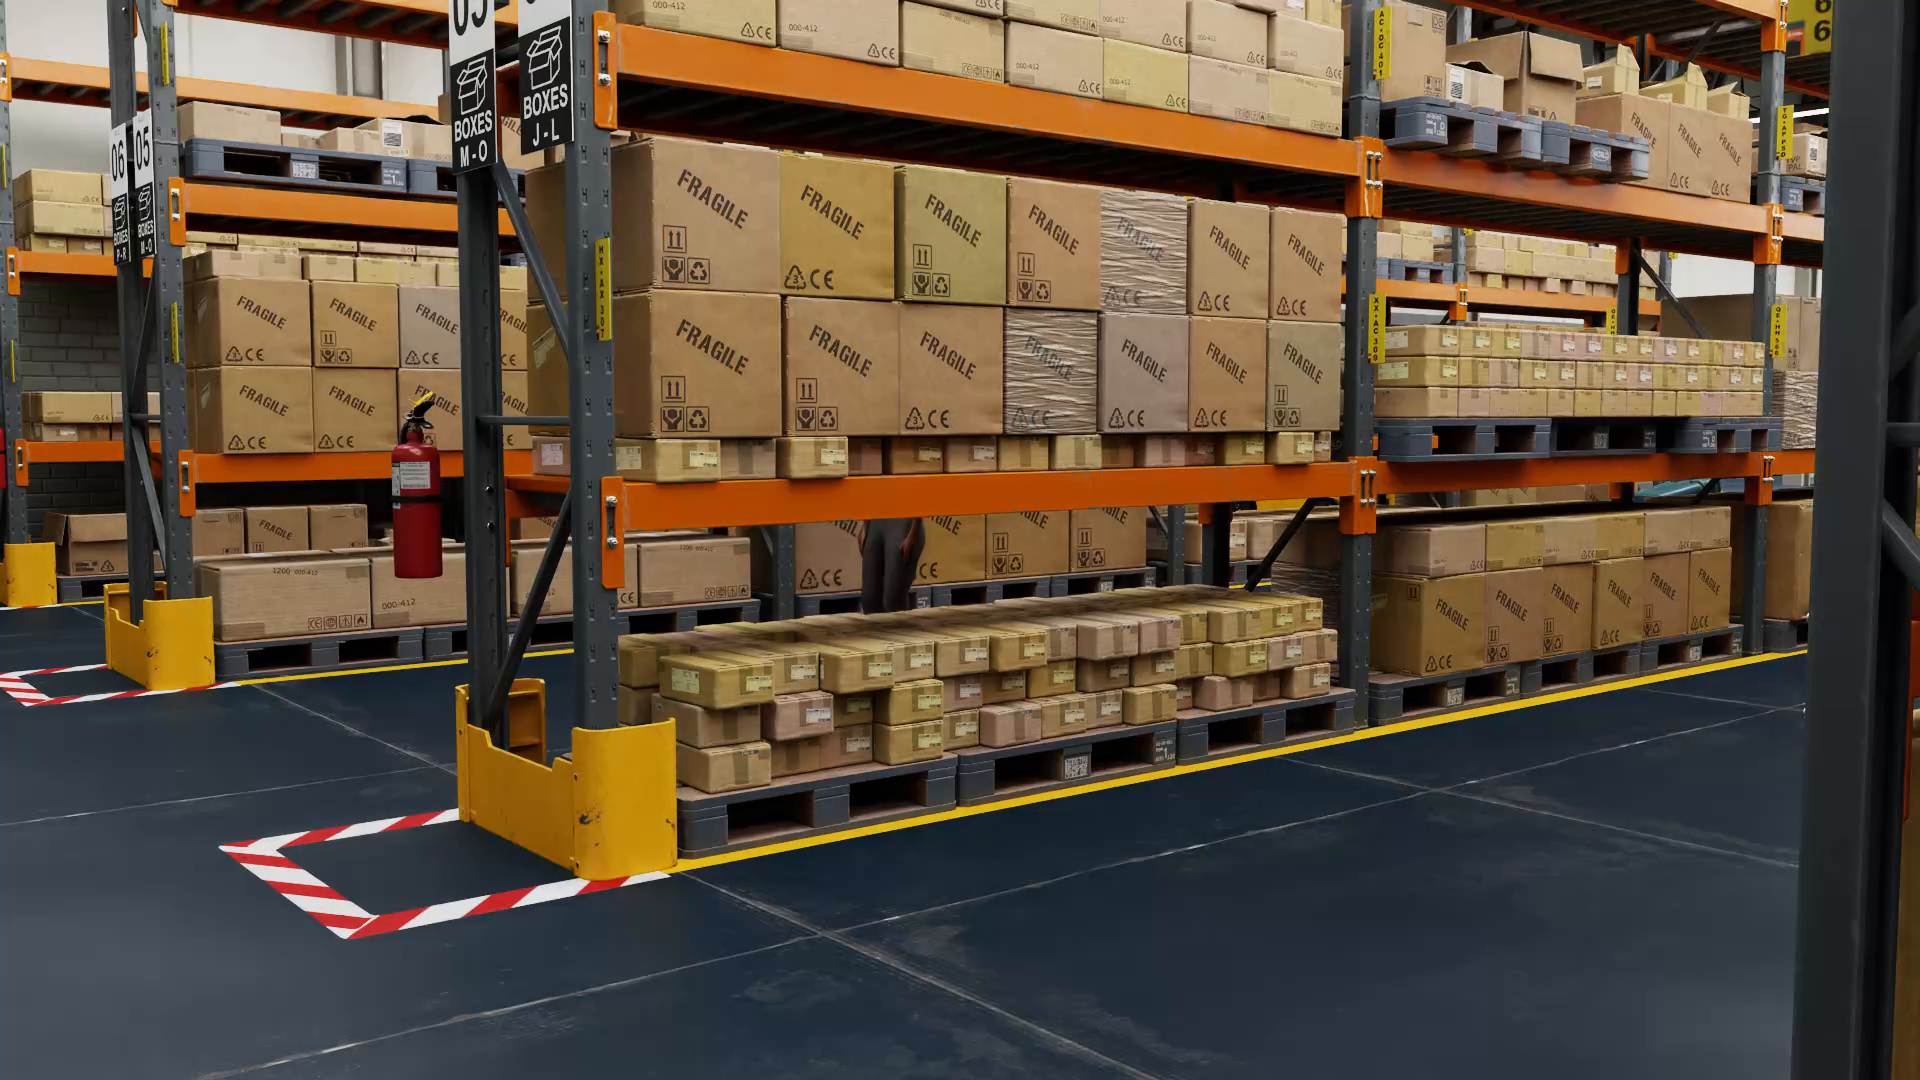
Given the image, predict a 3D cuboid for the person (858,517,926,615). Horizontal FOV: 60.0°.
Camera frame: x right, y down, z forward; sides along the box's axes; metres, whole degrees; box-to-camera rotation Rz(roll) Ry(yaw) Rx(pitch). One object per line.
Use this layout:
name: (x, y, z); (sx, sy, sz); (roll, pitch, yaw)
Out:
person: (-0.419, -0.018, 9.517); (0.400, 1.655, 0.506); (-4, 6, -41)
